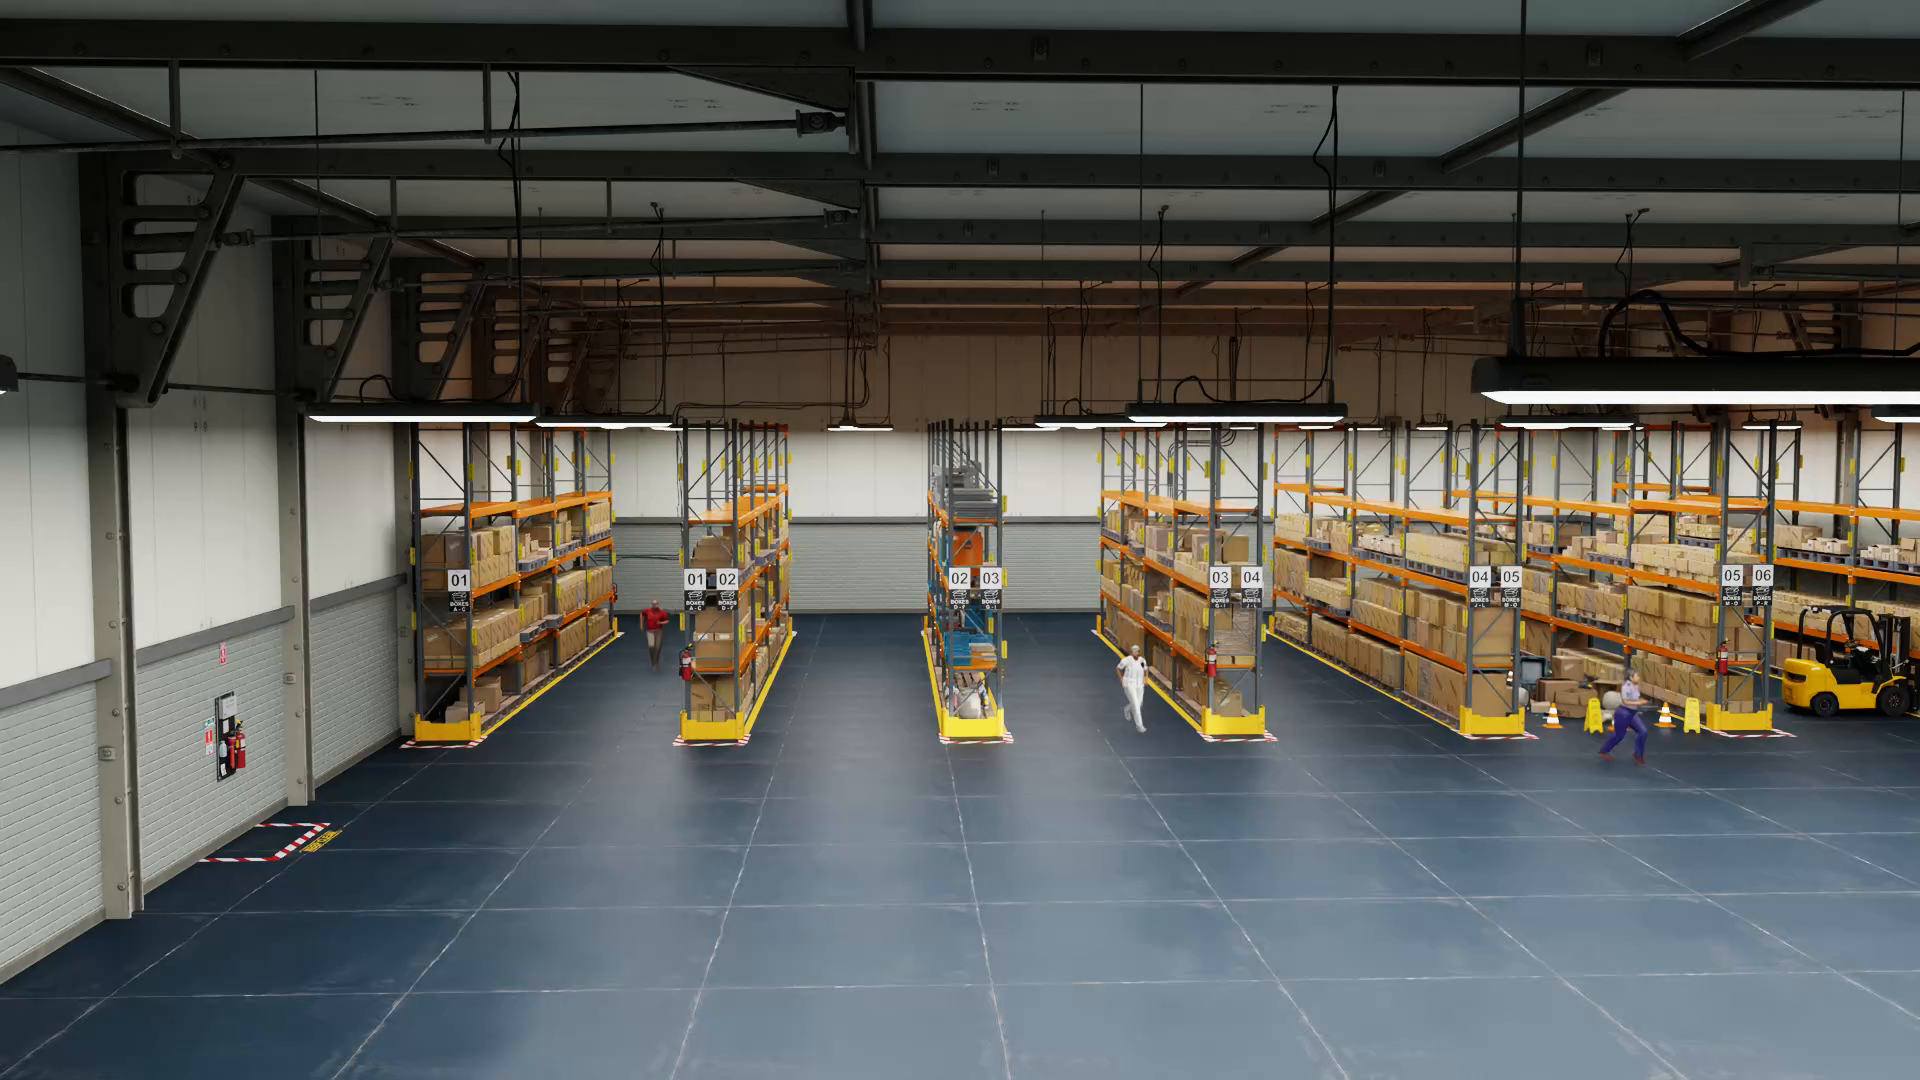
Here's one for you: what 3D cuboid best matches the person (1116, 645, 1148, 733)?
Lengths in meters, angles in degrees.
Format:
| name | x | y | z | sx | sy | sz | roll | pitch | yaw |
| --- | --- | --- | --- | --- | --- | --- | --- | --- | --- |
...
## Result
| name | x | y | z | sx | sy | sz | roll | pitch | yaw |
| --- | --- | --- | --- | --- | --- | --- | --- | --- | --- |
| person | 3.358 | 2.851 | 32.218 | 0.630 | 1.662 | 0.879 | -1 | 4 | -21 |

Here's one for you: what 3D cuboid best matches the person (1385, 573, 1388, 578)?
| name | x | y | z | sx | sy | sz | roll | pitch | yaw |
| --- | --- | --- | --- | --- | --- | --- | --- | --- | --- |
| person | 12.893 | 1.745 | 49.904 | 0.791 | 1.617 | 0.578 | -2 | 4 | -22 |

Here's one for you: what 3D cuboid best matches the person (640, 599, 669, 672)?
| name | x | y | z | sx | sy | sz | roll | pitch | yaw |
| --- | --- | --- | --- | --- | --- | --- | --- | --- | --- |
| person | -7.374 | 2.309 | 40.187 | 0.686 | 1.772 | 0.874 | -1 | 4 | -10 |

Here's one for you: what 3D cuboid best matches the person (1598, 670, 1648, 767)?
| name | x | y | z | sx | sy | sz | roll | pitch | yaw |
| --- | --- | --- | --- | --- | --- | --- | --- | --- | --- |
| person | 11.488 | 3.073 | 28.773 | 0.834 | 1.692 | 0.626 | 3 | 5 | 40 |

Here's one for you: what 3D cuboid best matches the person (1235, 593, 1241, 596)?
| name | x | y | z | sx | sy | sz | roll | pitch | yaw |
| --- | --- | --- | --- | --- | --- | --- | --- | --- | --- |
| person | 8.014 | 1.833 | 47.821 | 0.675 | 1.647 | 0.858 | 2 | 4 | 28 |
